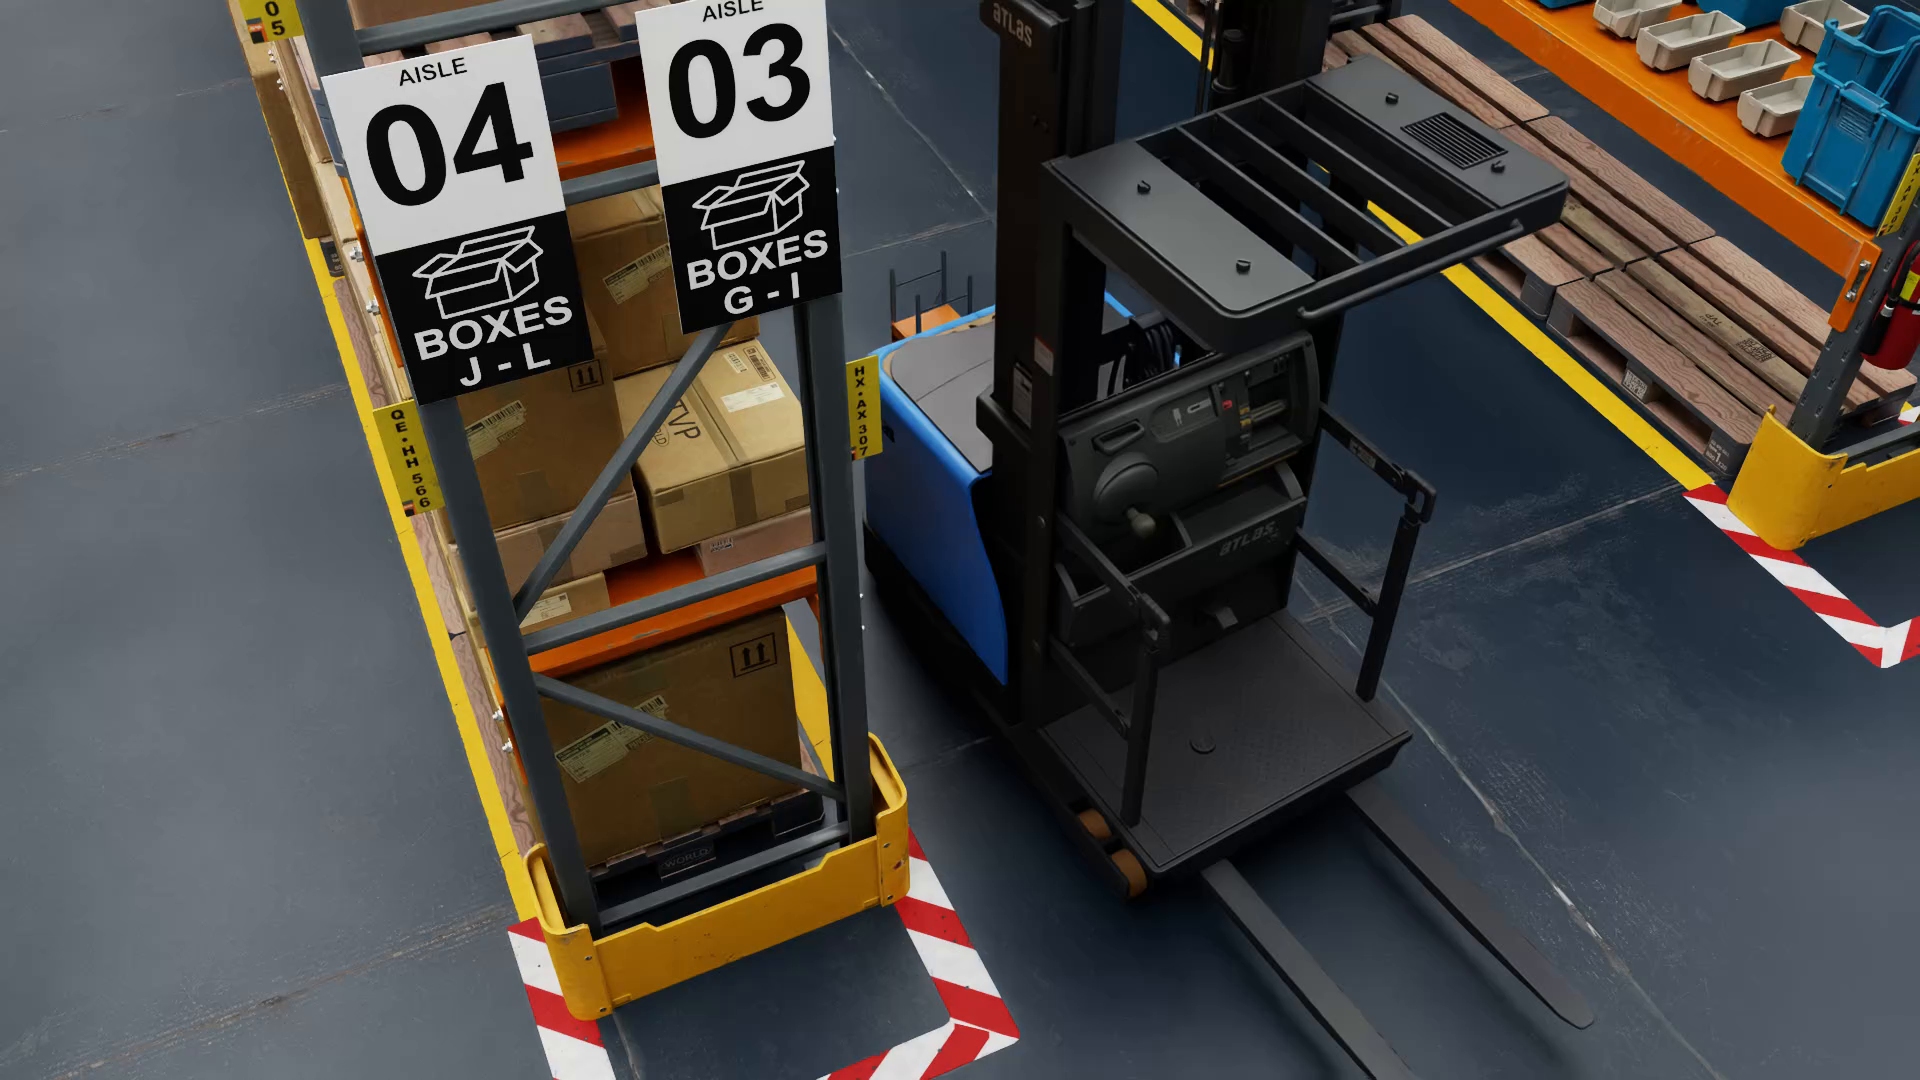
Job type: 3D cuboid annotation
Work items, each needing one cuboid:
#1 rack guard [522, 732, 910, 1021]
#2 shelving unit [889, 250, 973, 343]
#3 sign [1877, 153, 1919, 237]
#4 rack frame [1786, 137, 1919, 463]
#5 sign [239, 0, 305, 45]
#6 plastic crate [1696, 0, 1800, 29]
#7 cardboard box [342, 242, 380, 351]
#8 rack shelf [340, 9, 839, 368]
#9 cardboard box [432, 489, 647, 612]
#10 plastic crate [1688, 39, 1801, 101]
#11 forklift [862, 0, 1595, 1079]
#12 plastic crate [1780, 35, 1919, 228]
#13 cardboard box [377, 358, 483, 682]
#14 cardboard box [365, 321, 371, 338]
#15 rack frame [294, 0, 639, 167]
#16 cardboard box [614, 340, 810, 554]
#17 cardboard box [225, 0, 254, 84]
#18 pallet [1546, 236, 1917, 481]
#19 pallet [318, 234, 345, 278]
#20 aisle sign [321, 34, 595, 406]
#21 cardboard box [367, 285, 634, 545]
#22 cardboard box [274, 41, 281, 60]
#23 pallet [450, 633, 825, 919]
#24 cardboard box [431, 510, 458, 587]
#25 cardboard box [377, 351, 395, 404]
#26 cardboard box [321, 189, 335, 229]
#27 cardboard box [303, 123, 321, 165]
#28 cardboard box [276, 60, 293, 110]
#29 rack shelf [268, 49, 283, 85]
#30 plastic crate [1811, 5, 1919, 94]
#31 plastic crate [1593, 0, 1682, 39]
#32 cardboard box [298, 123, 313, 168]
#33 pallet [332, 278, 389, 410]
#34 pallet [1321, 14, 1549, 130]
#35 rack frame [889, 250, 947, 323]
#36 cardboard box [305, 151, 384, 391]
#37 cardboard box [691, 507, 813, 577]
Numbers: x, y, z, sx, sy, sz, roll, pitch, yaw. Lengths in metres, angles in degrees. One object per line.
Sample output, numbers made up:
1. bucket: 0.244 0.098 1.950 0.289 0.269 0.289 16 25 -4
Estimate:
1. rack guard: -0.748 1.066 5.314 1.175 0.500 0.348 -18 47 -17
2. shelving unit: -0.105 -0.543 6.446 0.258 1.200 0.189 -23 49 -22
3. sign: 3.244 -1.187 5.701 0.100 0.325 0.005 -18 47 -17
4. rack frame: 3.736 -1.302 5.934 1.000 3.000 0.127 -18 47 -17
5. sign: -1.256 -1.043 2.961 0.100 0.325 0.005 -18 47 -17
6. plastic crate: 3.377 -2.357 7.080 0.416 0.233 0.300 -18 47 -17
7. cardboard box: -1.630 -0.770 5.290 0.500 0.250 0.500 -20 48 -19
8. rack shelf: -1.599 -1.925 4.942 1.077 0.370 4.000 -18 47 -17
9. cardboard box: -1.203 -0.122 4.633 0.500 0.250 0.500 -19 48 -18
10. plastic crate: 3.120 -1.885 6.669 0.396 0.136 0.243 -18 47 -17
11. forklift: 0.825 -0.229 4.895 1.130 2.935 3.031 -23 49 -22
12. plastic crate: 3.426 -1.494 6.061 0.616 0.435 0.499 -18 47 -17
13. cardboard box: -1.482 -0.197 6.027 0.875 0.875 0.875 -18 47 -17
14. cardboard box: -1.849 -0.854 5.658 0.380 0.149 0.250 -17 47 -17
15. rack frame: -0.758 -1.975 2.344 1.000 3.000 0.127 -18 47 -17
16. cardboard box: -0.715 -0.277 4.790 0.500 0.250 0.500 -19 48 -18
17. cardboard box: -3.104 -2.753 8.618 1.225 0.875 0.875 -20 48 -19
18. pallet: 3.424 -0.846 7.458 1.003 0.211 1.213 -18 47 -17
19. pallet: -2.833 -1.865 8.490 1.003 0.211 1.213 -18 47 -17
20. aisle sign: -1.000 -0.630 3.402 0.394 0.787 0.004 -18 47 -17
21. cardboard box: -1.201 -0.392 4.372 0.500 0.500 0.500 -17 47 -17
22. cardboard box: -2.270 -2.011 6.013 0.500 0.500 0.500 -18 47 -17
23. pallet: -1.165 0.667 5.924 1.003 0.211 1.213 -18 47 -17
24. cardboard box: -1.317 -0.045 4.839 0.380 0.149 0.250 -18 47 -17
25. cardboard box: -1.637 -0.530 5.330 0.380 0.149 0.250 -19 48 -18
26. cardboard box: -2.072 -1.186 5.996 0.380 0.149 0.250 -18 47 -17
27. cardboard box: -2.052 -1.417 5.946 0.500 0.250 0.500 -17 47 -16
28. cardboard box: -2.507 -1.845 6.663 0.380 0.149 0.250 -20 48 -19
29. rack shelf: -3.281 -3.407 8.579 1.077 0.370 4.000 -18 47 -17
30. plastic crate: 3.654 -1.938 6.655 0.416 0.233 0.300 -18 47 -17
31. plastic crate: 2.839 -2.238 7.028 0.298 0.136 0.250 -18 47 -17
32. cardboard box: -2.283 -1.510 6.324 0.380 0.149 0.250 -19 48 -18
33. pallet: -2.191 -0.888 7.500 1.003 0.211 1.213 -18 47 -17
34. pallet: 2.398 -2.401 9.033 1.003 0.211 1.213 -18 47 -17
35. rack frame: -0.153 -0.597 6.501 0.240 1.200 0.006 -23 49 -22
36. cardboard box: -2.235 -1.337 7.183 0.875 0.875 0.875 -18 47 -17
37. cardboard box: -0.608 -0.074 4.868 0.380 0.149 0.250 -18 47 -17
